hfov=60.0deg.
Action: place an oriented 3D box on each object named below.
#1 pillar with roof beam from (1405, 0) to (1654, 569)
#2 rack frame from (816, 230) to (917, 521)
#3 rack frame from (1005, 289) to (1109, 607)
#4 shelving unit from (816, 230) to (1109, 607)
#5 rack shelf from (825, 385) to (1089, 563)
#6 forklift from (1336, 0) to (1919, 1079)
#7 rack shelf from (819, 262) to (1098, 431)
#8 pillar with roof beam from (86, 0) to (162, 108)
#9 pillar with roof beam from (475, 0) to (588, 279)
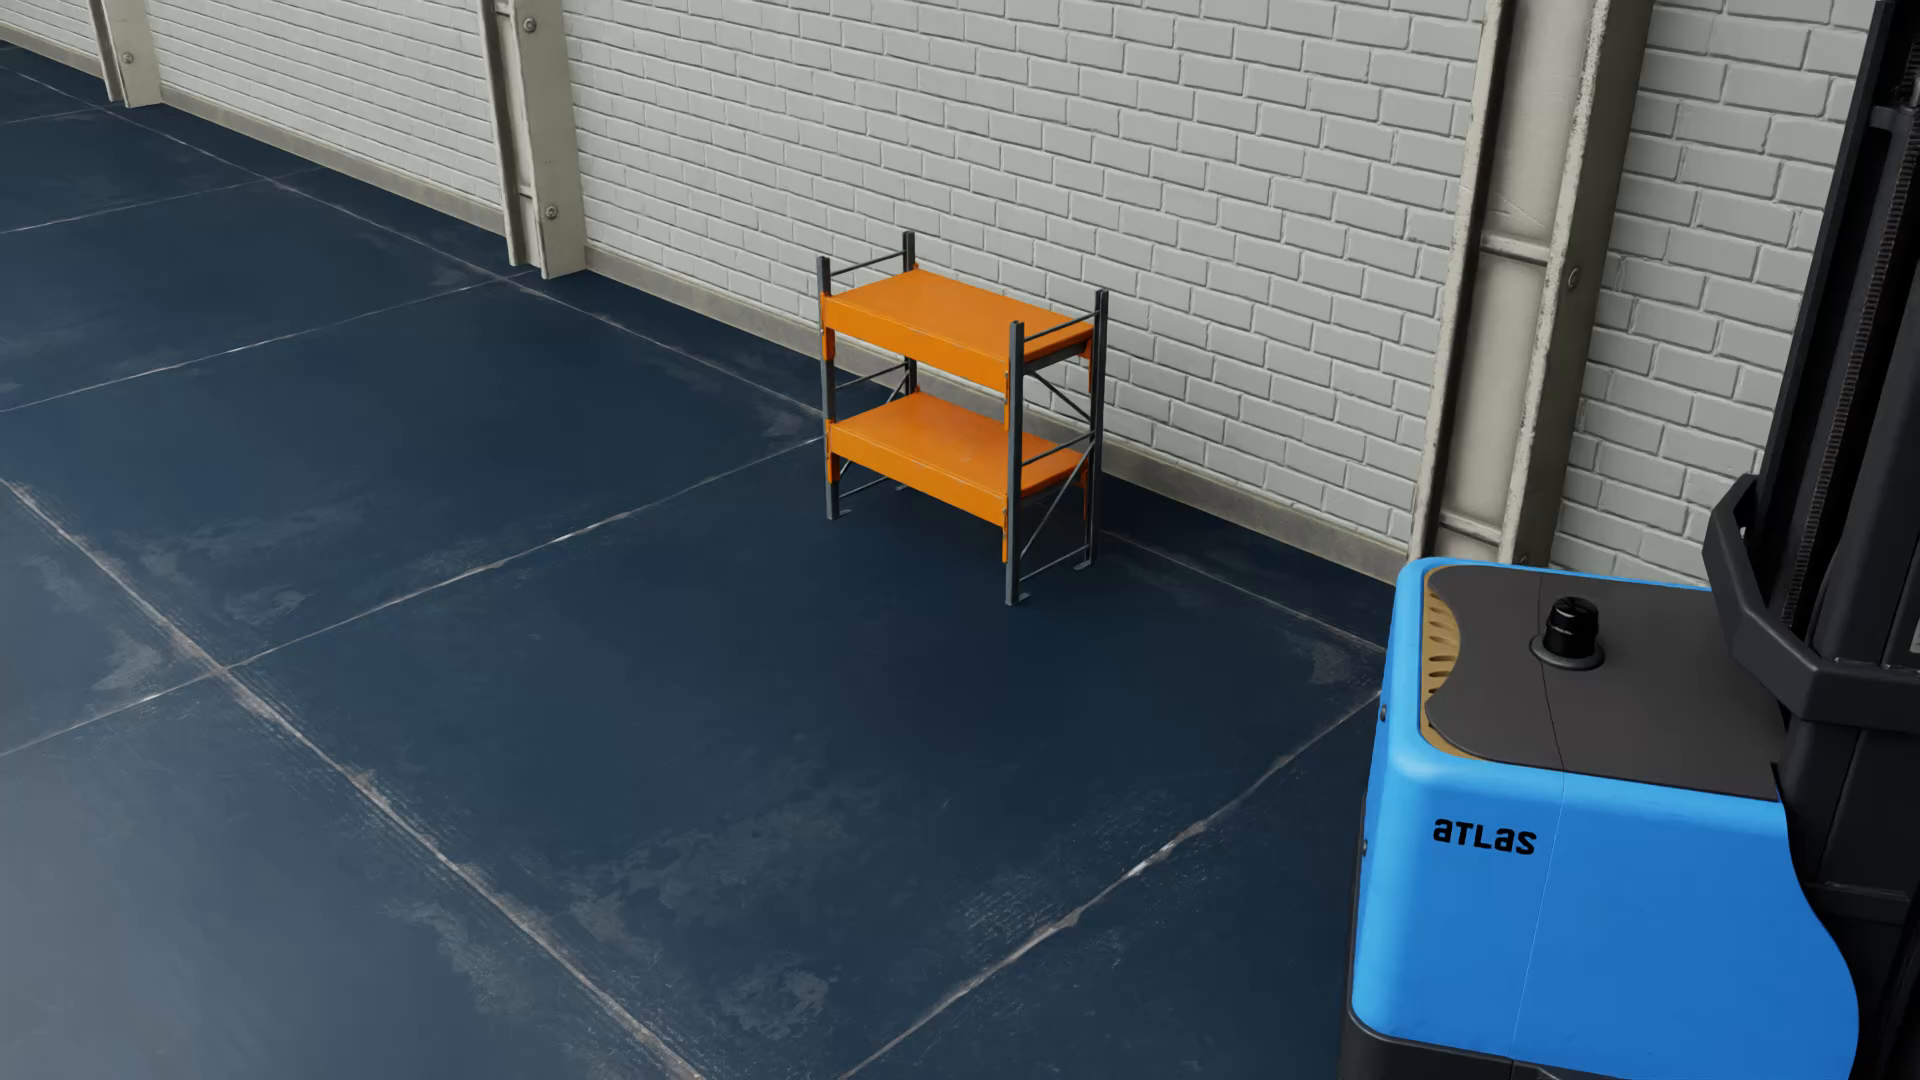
[{"bbox_3d":[-1.162,-2.217,1.297,0.400,9.000,9.100,25,36,38],"label":"pillar with roof beam"},{"bbox_3d":[-0.367,-0.666,6.808,0.032,1.125,0.500,25,36,38],"label":"rack frame"},{"bbox_3d":[0.358,-0.334,6.177,0.032,1.125,0.500,25,36,38],"label":"rack frame"},{"bbox_3d":[-0.005,-0.500,6.492,1.048,1.125,0.538,25,36,38],"label":"shelving unit"},{"bbox_3d":[-0.005,-0.284,6.606,1.000,0.278,0.538,25,36,38],"label":"rack shelf"},{"bbox_3d":[2.496,0.073,3.463,3.031,2.935,1.130,7,29,13],"label":"forklift"},{"bbox_3d":[-0.005,-0.759,6.356,1.000,0.278,0.538,25,36,38],"label":"rack shelf"},{"bbox_3d":[-9.719,-6.133,8.744,0.400,9.000,9.100,25,36,38],"label":"pillar with roof beam"},{"bbox_3d":[-5.440,-4.175,5.021,0.400,9.000,9.100,25,36,38],"label":"pillar with roof beam"}]
